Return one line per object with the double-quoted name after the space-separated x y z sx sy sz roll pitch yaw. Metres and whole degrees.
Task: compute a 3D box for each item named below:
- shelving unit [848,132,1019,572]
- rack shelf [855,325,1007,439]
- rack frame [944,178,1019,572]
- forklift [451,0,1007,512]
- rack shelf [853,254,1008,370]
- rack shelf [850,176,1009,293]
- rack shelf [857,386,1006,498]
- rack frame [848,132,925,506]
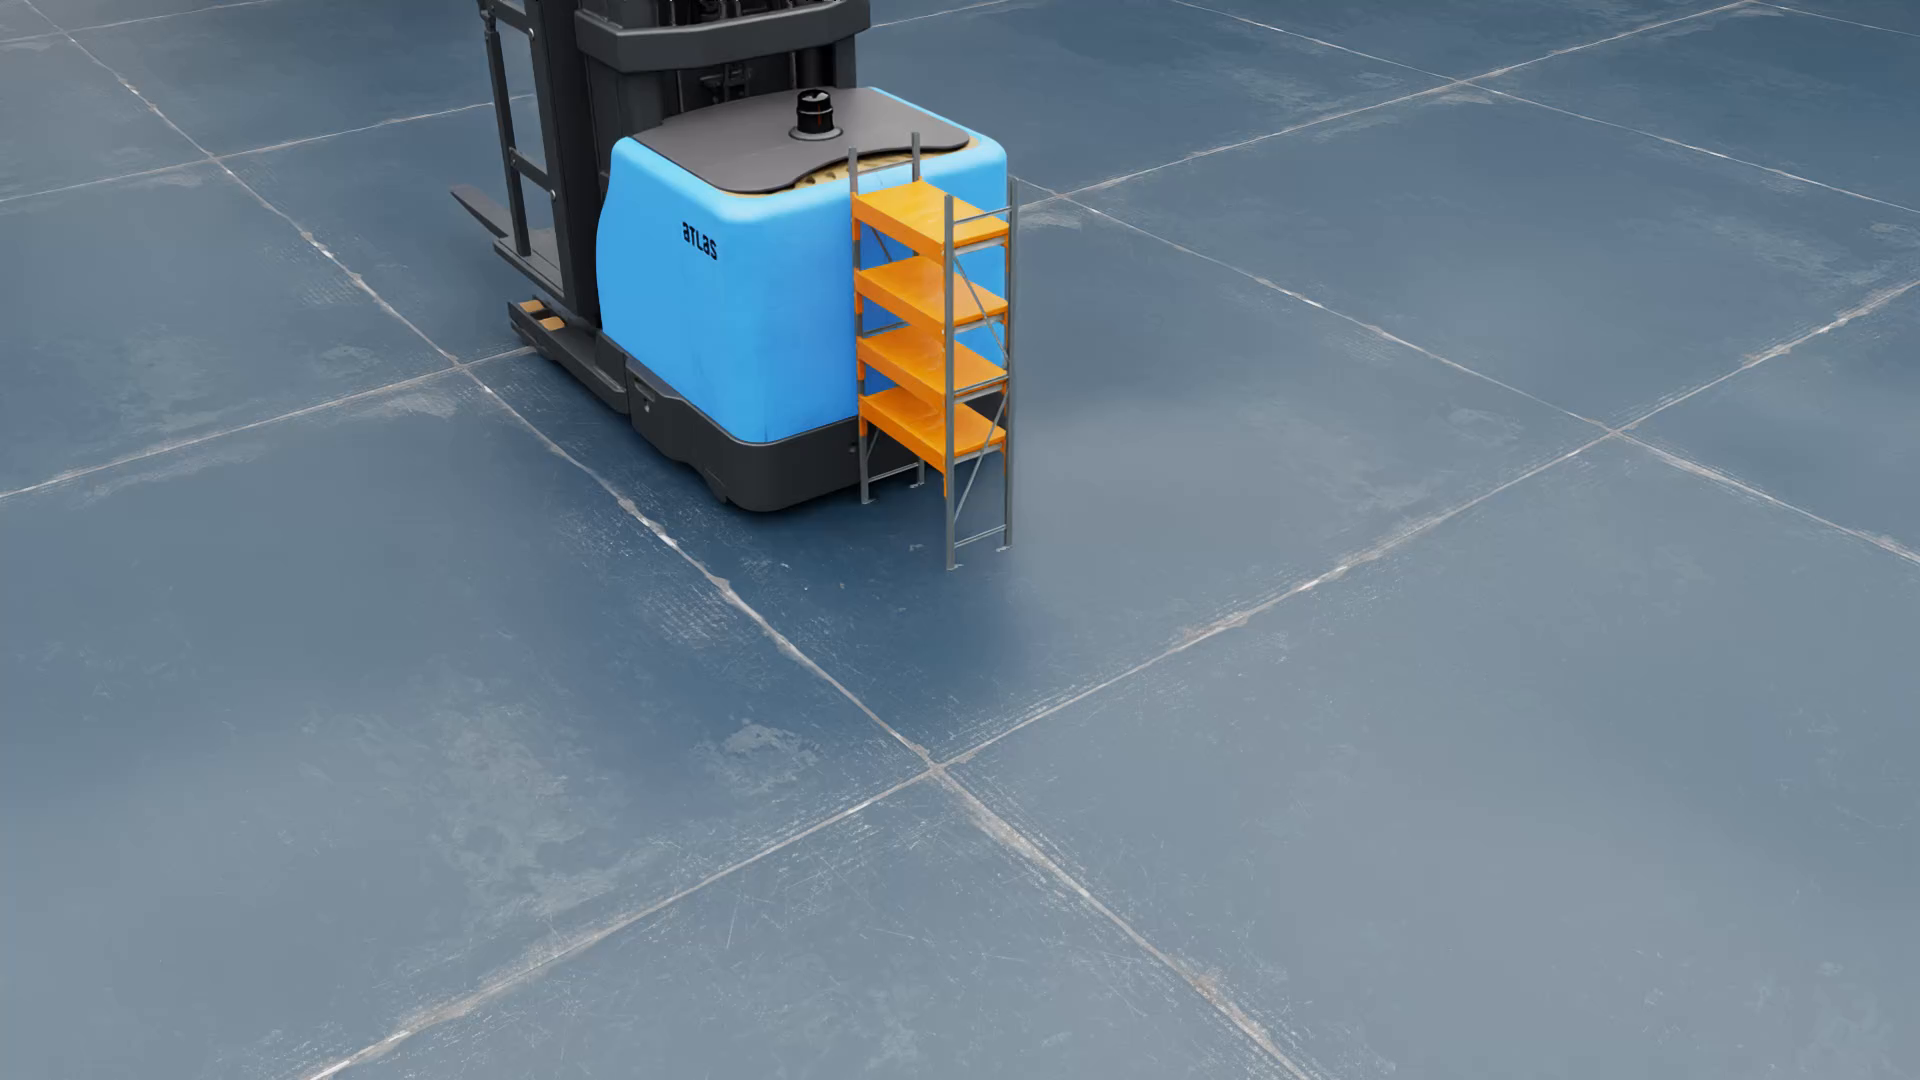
-0.080 -0.555 5.006 0.258 1.200 0.503 -20 37 -29 "shelving unit"
-0.080 -0.498 5.042 0.258 0.148 0.480 -20 37 -29 "rack shelf"
0.060 -0.450 4.837 0.240 1.200 0.015 -20 37 -29 "rack frame"
-1.098 -2.061 5.791 1.130 2.935 3.031 -21 37 -29 "forklift"
-0.080 -0.688 4.924 0.258 0.148 0.480 -20 37 -29 "rack shelf"
-0.081 -0.889 4.799 0.258 0.148 0.480 -20 37 -29 "rack shelf"
-0.080 -0.329 5.147 0.258 0.148 0.480 -20 37 -29 "rack shelf"
-0.221 -0.660 5.176 0.240 1.200 0.015 -20 37 -29 "rack frame"
